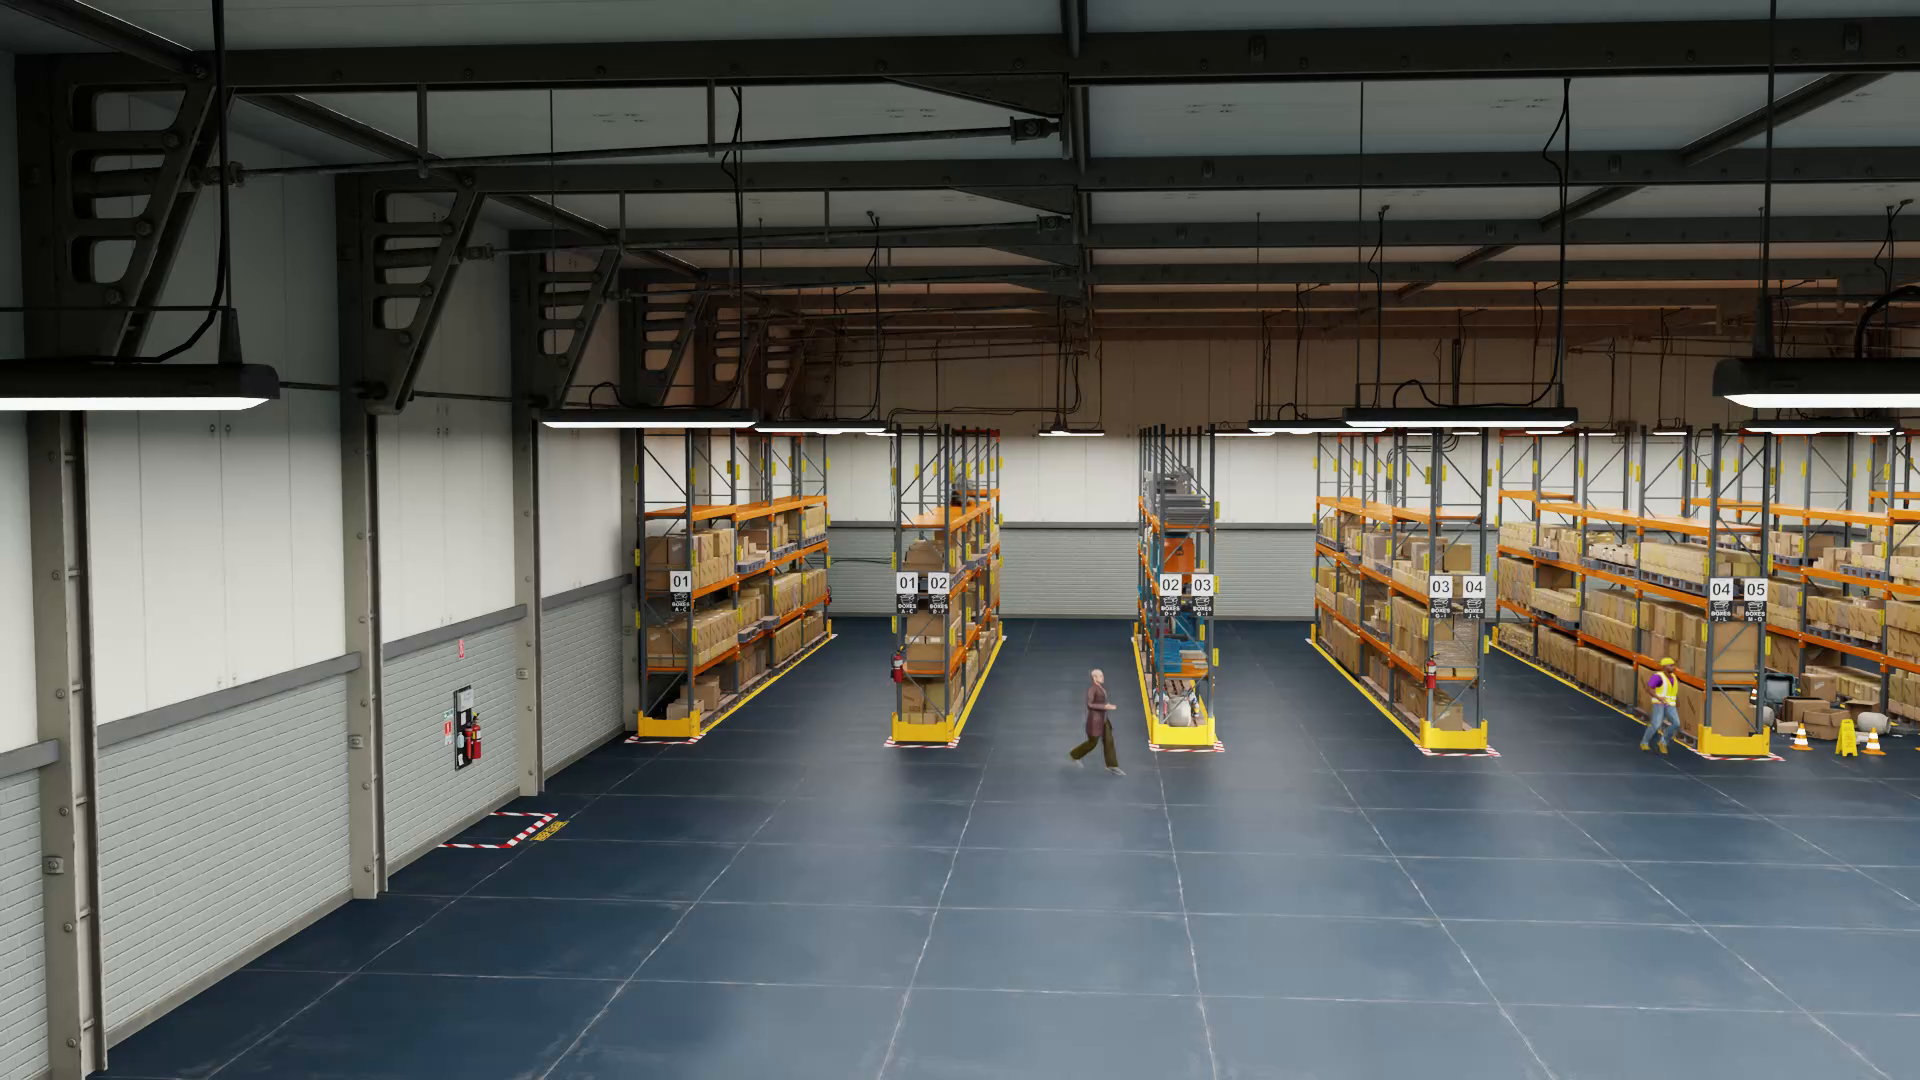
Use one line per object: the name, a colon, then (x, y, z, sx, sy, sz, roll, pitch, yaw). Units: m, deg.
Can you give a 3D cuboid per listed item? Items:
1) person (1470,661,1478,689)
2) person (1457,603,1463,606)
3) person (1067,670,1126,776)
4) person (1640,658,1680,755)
person: (11.728, 2.520, 38.182, 0.668, 1.760, 0.868, 0, 3, -1)
person: (13.517, 2.141, 45.298, 0.678, 1.660, 0.513, 0, 3, 2)
person: (2.321, 3.097, 28.323, 1.049, 1.798, 0.704, 2, 4, 28)
person: (12.841, 3.021, 30.295, 0.766, 1.759, 0.656, -1, 4, -18)
